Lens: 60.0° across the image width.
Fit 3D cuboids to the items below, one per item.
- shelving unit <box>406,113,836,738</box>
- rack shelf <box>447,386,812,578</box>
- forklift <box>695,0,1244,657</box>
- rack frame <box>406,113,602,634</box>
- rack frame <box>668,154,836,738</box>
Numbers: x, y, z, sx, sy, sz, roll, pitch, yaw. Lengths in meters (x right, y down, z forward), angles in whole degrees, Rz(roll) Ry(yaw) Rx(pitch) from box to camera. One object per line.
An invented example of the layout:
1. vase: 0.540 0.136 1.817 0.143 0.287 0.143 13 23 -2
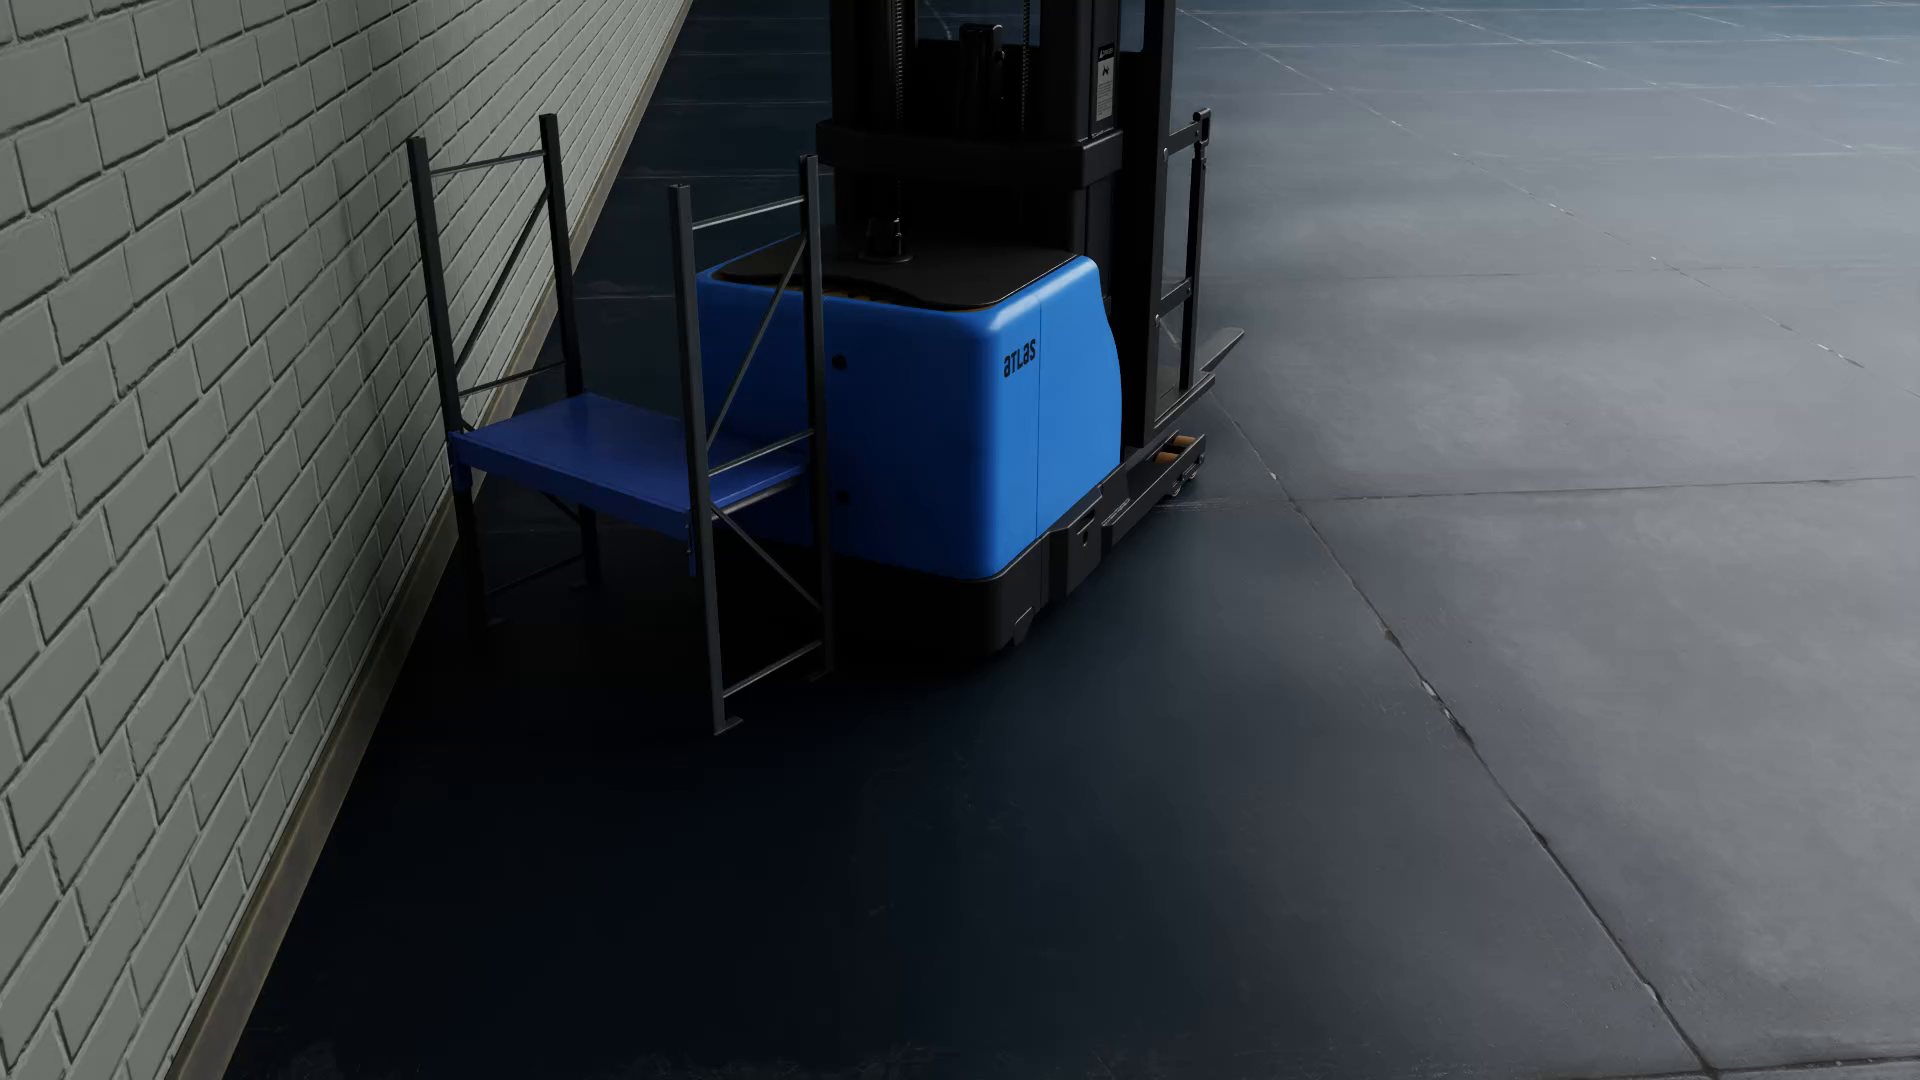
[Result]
1. shelving unit: -0.935 -0.355 4.703 1.048 1.500 0.538 17 29 34
2. rack shelf: -0.935 -0.191 4.776 1.000 0.185 0.538 17 29 34
3. forklift: 0.274 -1.566 5.665 1.130 2.935 3.031 11 26 24
4. rack frame: -1.339 -0.480 4.984 0.032 1.500 0.500 17 29 34
5. rack frame: -0.530 -0.230 4.421 0.032 1.500 0.500 17 29 34
